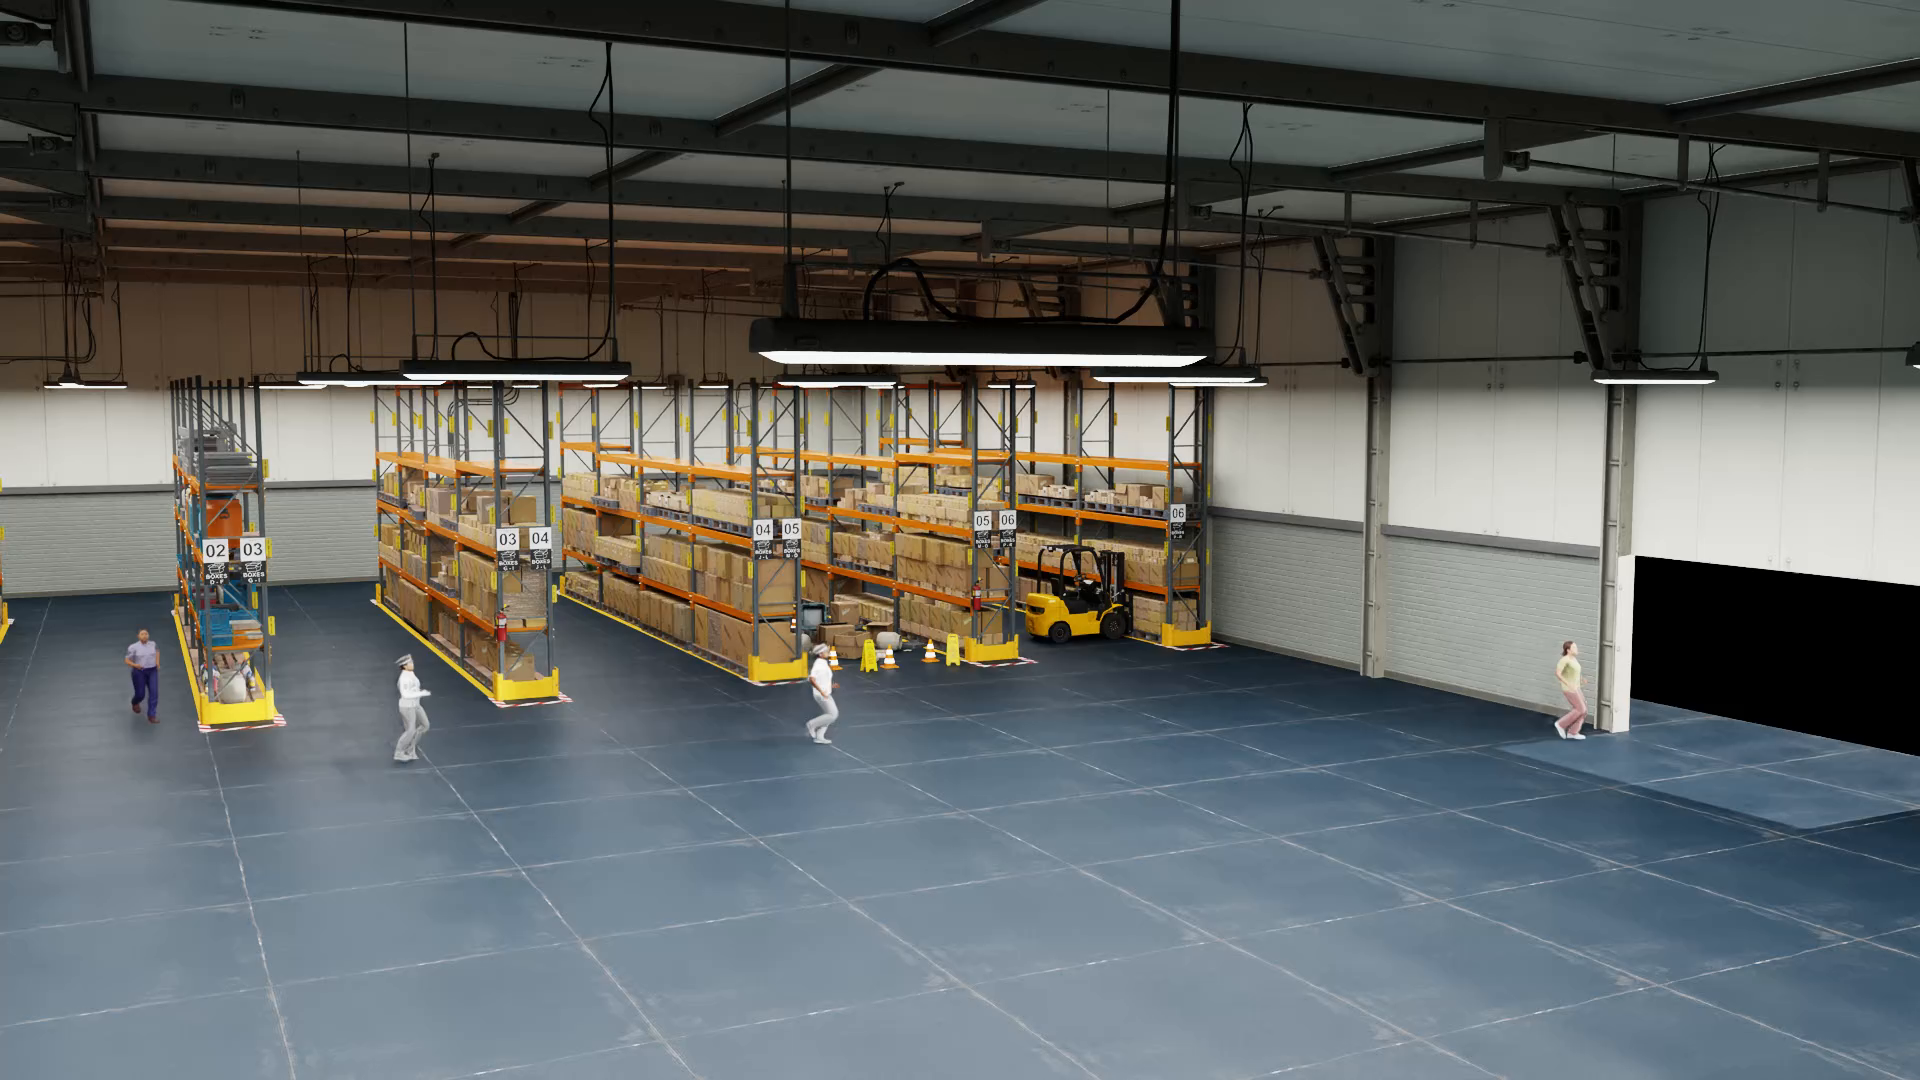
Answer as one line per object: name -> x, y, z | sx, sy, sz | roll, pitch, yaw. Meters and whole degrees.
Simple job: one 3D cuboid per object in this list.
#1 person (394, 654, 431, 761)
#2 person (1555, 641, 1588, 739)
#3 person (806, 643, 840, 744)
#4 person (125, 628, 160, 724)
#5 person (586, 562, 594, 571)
person -> -8.473, 2.596, 25.762 | 0.614, 1.690, 0.596 | 0, 5, -4
person -> 10.101, 2.464, 27.384 | 0.484, 1.611, 0.576 | 4, 7, 41
person -> -2.226, 2.497, 27.073 | 0.558, 1.658, 0.574 | 0, 5, -3
person -> -14.167, 2.353, 28.897 | 0.607, 1.627, 0.849 | -5, 7, -42
person -> -10.784, 0.529, 48.792 | 0.711, 1.748, 0.722 | 2, 5, 20
